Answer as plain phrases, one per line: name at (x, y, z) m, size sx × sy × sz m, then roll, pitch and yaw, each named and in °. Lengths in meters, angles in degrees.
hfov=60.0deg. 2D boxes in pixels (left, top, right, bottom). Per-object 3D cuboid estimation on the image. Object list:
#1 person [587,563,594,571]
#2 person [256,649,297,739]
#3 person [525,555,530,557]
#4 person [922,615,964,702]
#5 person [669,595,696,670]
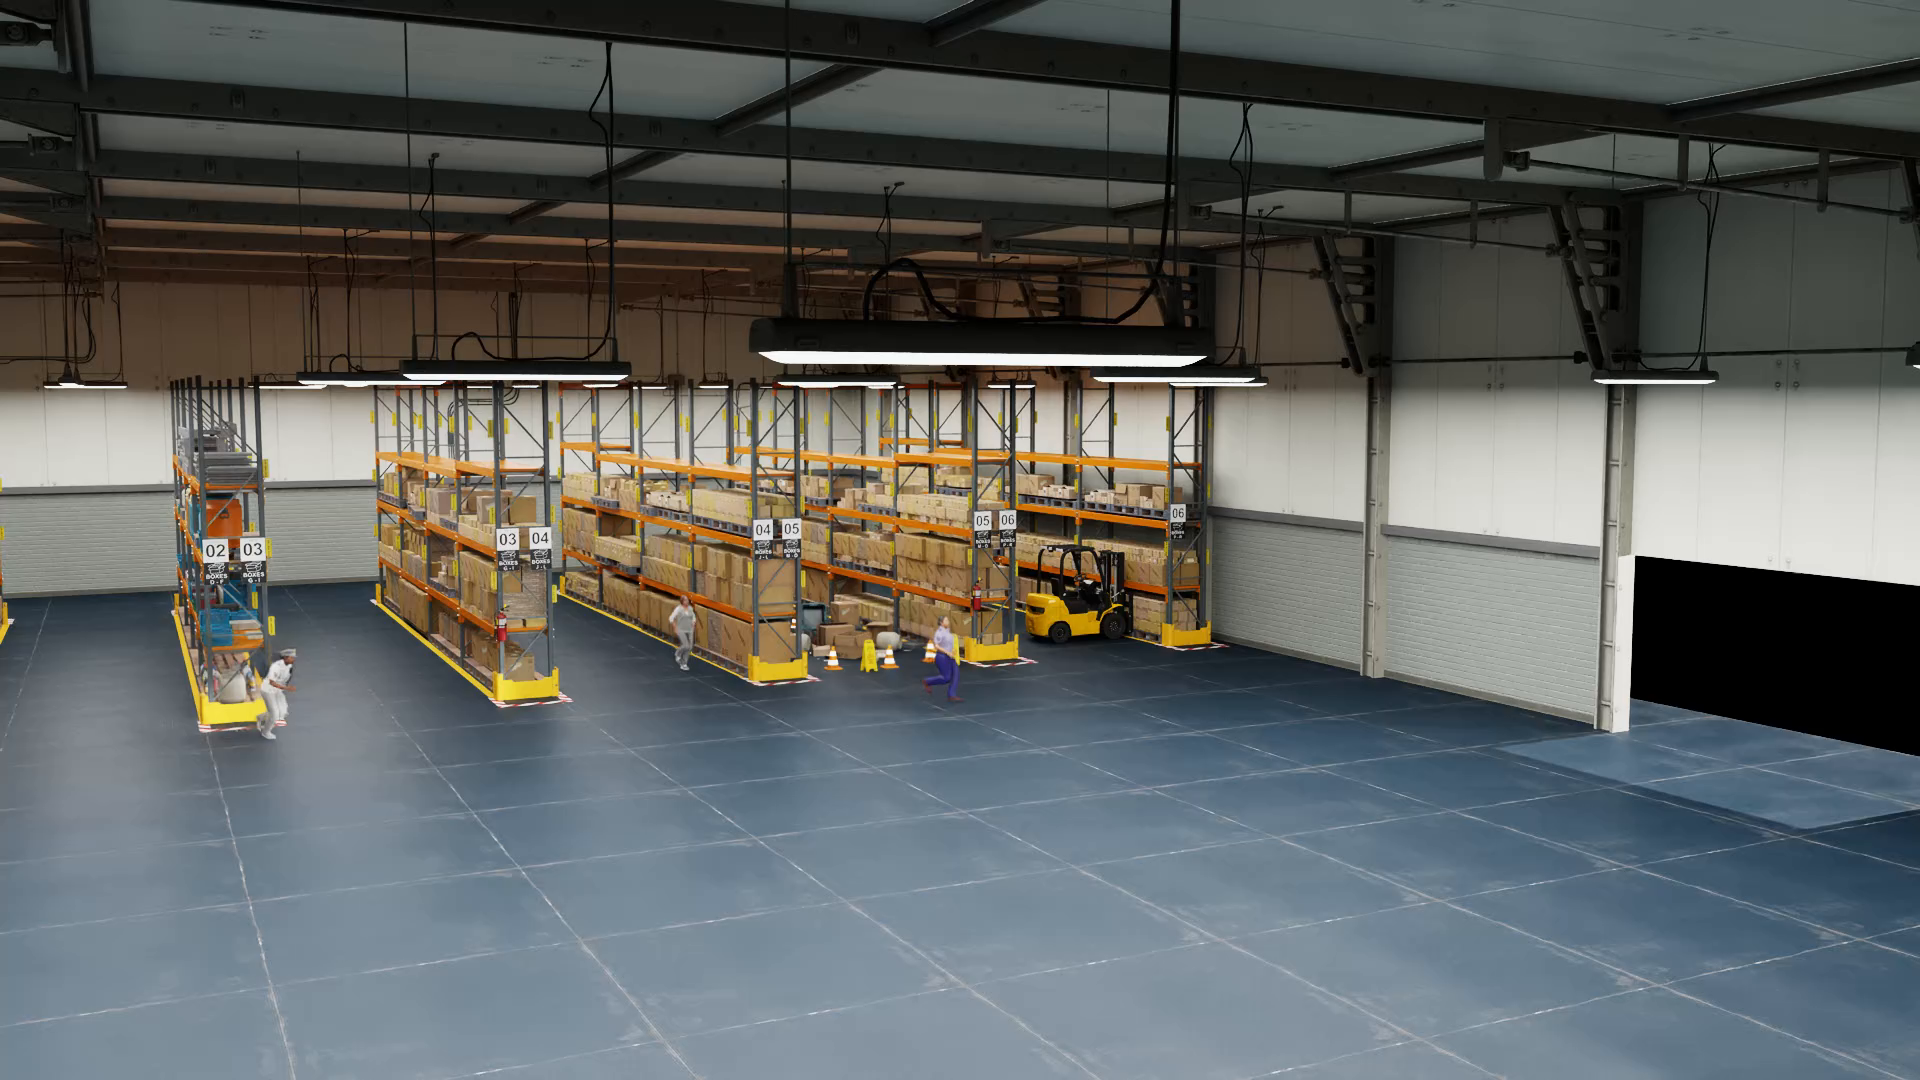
person at (-10.897, 0.514, 49.000) m, size 0.801 × 1.748 × 0.775 m, roll 1°, pitch 5°, yaw 15°
person at (-11.305, 2.541, 27.577) m, size 0.799 × 1.510 × 0.591 m, roll 1°, pitch 5°, yaw 12°
person at (-11.766, 0.823, 45.341) m, size 0.691 × 1.735 × 0.532 m, roll -2°, pitch 5°, yaw -20°
person at (-0.296, 2.197, 30.832) m, size 0.764 × 1.594 × 0.622 m, roll 2°, pitch 5°, yaw 18°
person at (-5.653, 1.905, 34.239) m, size 0.530 × 1.558 × 0.537 m, roll -4°, pitch 6°, yaw -36°
